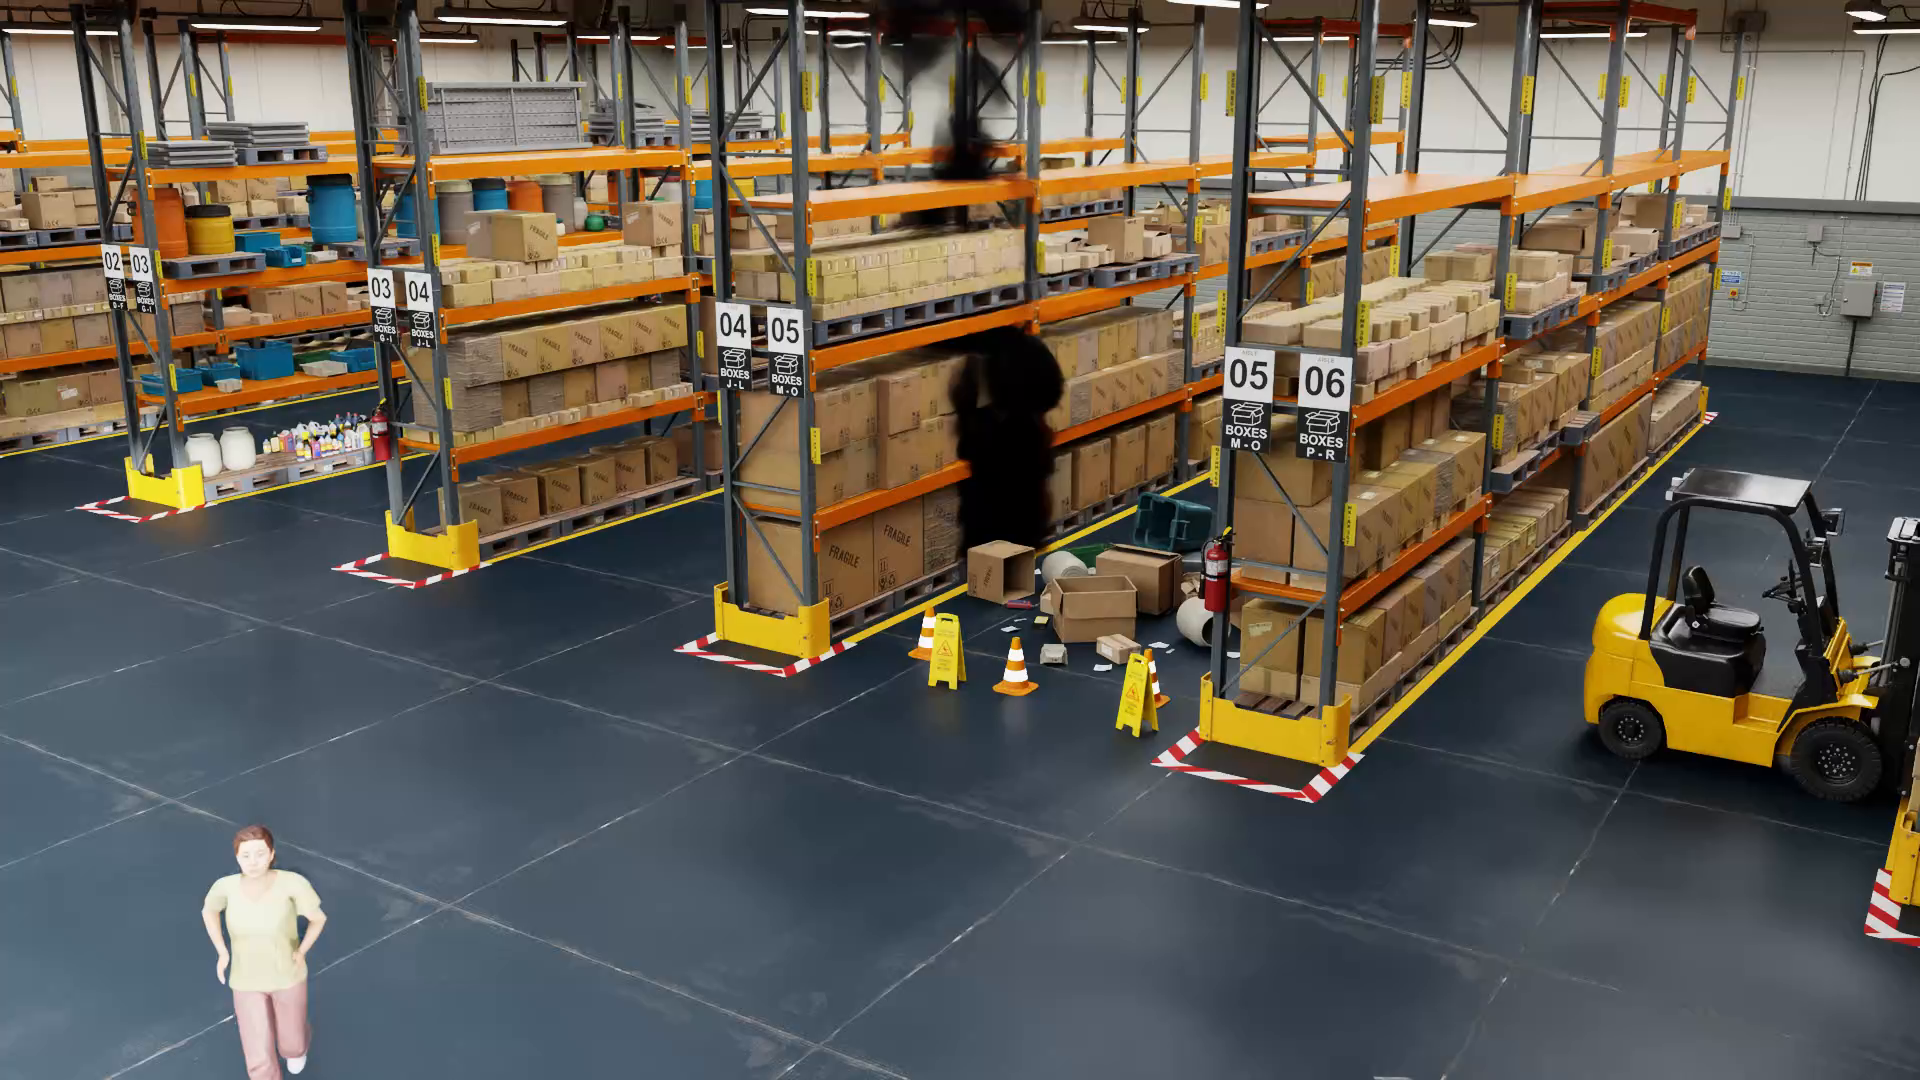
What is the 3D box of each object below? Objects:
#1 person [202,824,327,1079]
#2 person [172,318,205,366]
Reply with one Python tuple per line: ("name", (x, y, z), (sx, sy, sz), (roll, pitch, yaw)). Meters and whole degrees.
("person", (-3.442, 2.189, 8.299), (0.579, 1.669, 0.879), (-5, 16, -17))
("person", (-13.182, -3.414, 28.064), (0.703, 1.739, 1.007), (7, 17, 24))
